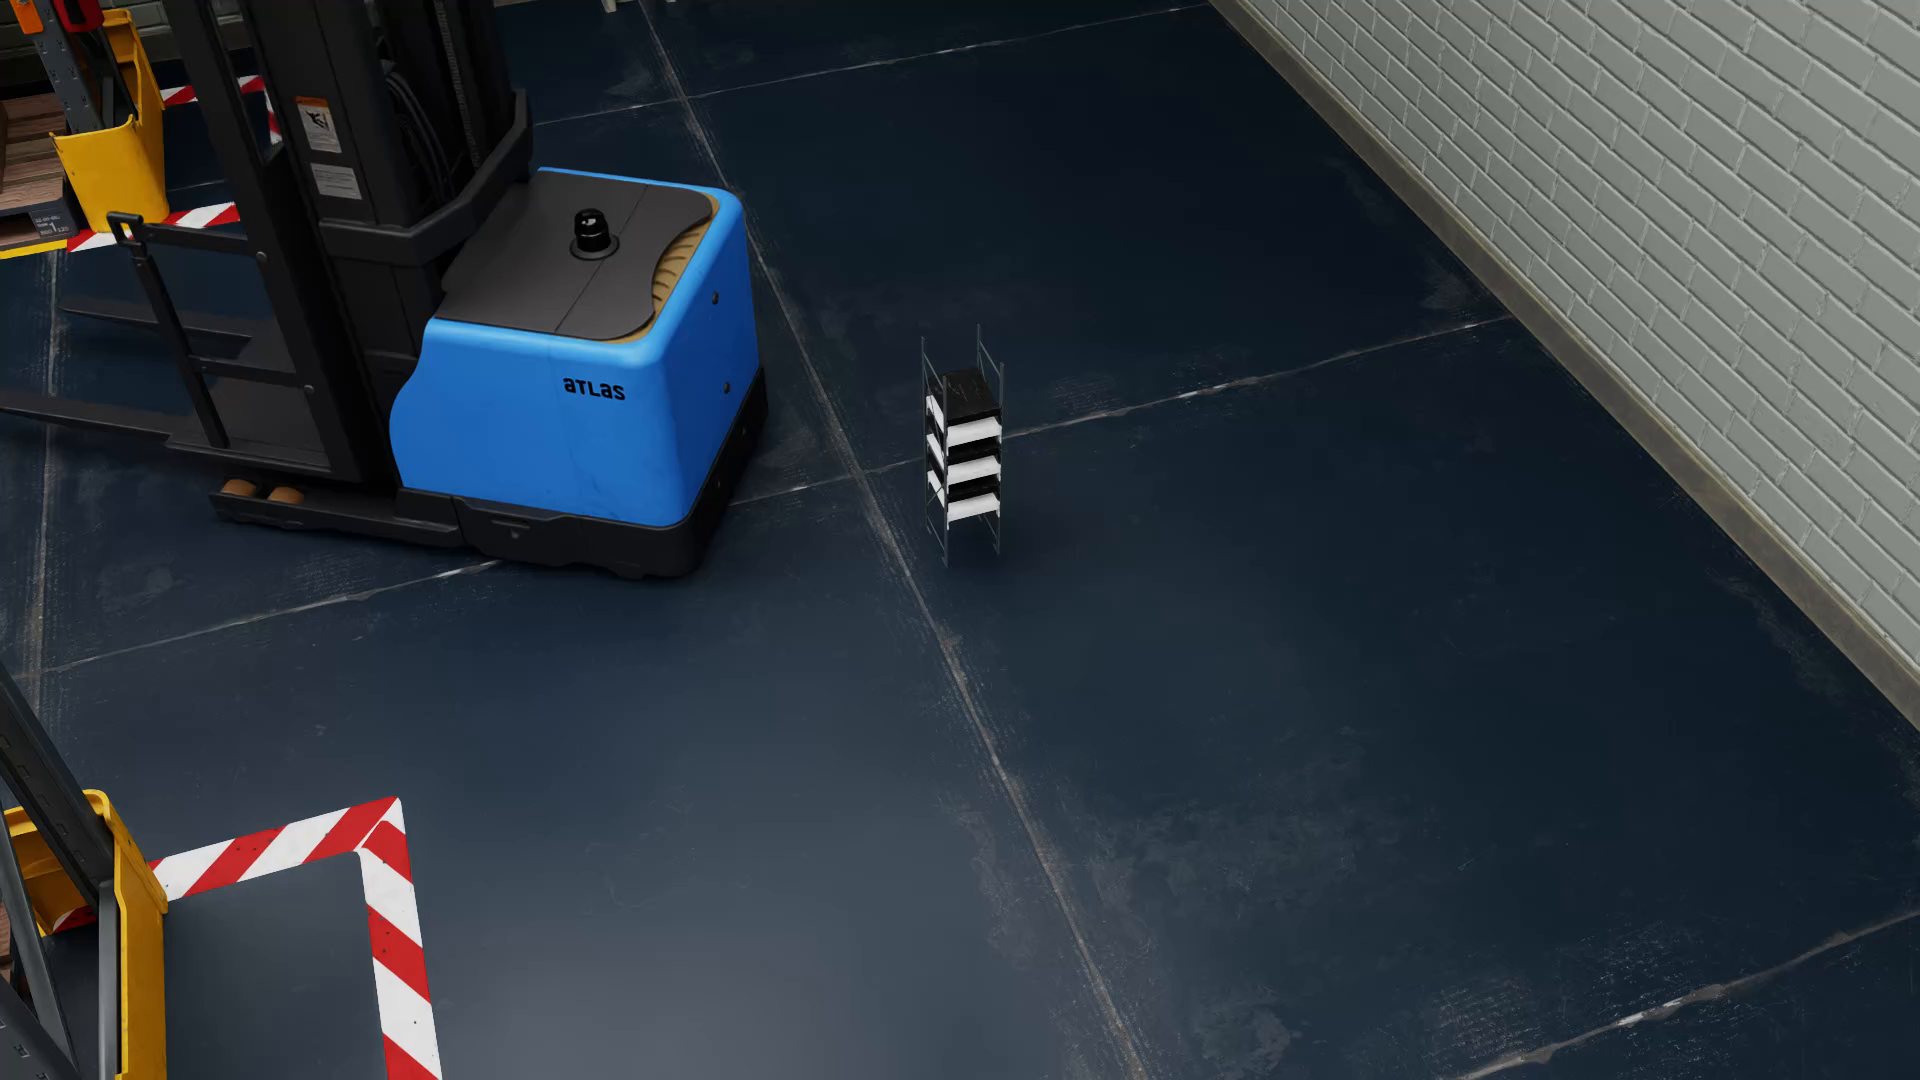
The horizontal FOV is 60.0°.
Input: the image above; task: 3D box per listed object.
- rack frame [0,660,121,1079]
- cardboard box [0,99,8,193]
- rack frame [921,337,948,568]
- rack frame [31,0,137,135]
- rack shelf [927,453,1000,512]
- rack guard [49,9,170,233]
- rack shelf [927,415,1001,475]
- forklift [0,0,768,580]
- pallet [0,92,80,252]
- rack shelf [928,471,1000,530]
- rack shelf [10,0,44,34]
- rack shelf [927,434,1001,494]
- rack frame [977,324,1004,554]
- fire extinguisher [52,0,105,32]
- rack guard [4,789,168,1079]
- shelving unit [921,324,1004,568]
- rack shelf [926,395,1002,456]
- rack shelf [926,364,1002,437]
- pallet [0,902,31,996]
[{"bbox_3d":[-2.369,0.417,3.717,0.127,3.000,1.000,-14,47,-14],"label":"rack frame"},{"bbox_3d":[-4.679,-1.913,7.508,0.500,0.500,0.700,-14,47,-14],"label":"cardboard box"},{"bbox_3d":[-0.088,-0.295,5.909,0.006,0.900,0.240,-14,47,-14],"label":"rack frame"},{"bbox_3d":[-4.054,-2.883,7.005,0.127,3.000,1.000,-14,47,-14],"label":"rack frame"},{"bbox_3d":[0.008,-0.233,6.021,0.200,0.077,0.258,-14,47,-14],"label":"rack shelf"},{"bbox_3d":[-4.032,-2.006,7.896,0.348,0.500,1.175,-14,47,-14],"label":"rack guard"},{"bbox_3d":[0.008,-0.360,5.893,0.200,0.077,0.258,-14,47,-14],"label":"rack shelf"},{"bbox_3d":[-2.340,-1.429,5.605,3.031,2.935,1.130,9,46,9],"label":"forklift"},{"bbox_3d":[-4.780,-1.654,7.749,1.213,0.211,1.003,-14,47,-14],"label":"pallet"},{"bbox_3d":[0.008,-0.169,6.084,0.200,0.077,0.258,-14,47,-14],"label":"rack shelf"},{"bbox_3d":[-5.935,-2.148,6.781,4.000,0.370,1.077,-14,47,-14],"label":"rack shelf"},{"bbox_3d":[0.008,-0.296,5.957,0.200,0.077,0.258,-14,47,-14],"label":"rack shelf"},{"bbox_3d":[0.103,-0.344,5.958,0.006,0.900,0.240,-14,47,-14],"label":"rack frame"},{"bbox_3d":[-3.756,-2.452,6.894,0.183,0.674,0.296,-14,47,-14],"label":"fire extinguisher"},{"bbox_3d":[-2.440,1.317,4.584,0.348,0.500,1.175,-14,47,-14],"label":"rack guard"},{"bbox_3d":[0.008,-0.320,5.933,0.210,0.900,0.258,-14,47,-14],"label":"shelving unit"},{"bbox_3d":[0.008,-0.423,5.829,0.200,0.077,0.258,-14,47,-14],"label":"rack shelf"},{"bbox_3d":[0.008,-0.487,5.766,0.200,0.077,0.258,-14,47,-14],"label":"rack shelf"},{"bbox_3d":[-3.190,1.612,4.495,1.213,0.211,1.003,-14,47,-14],"label":"pallet"}]
